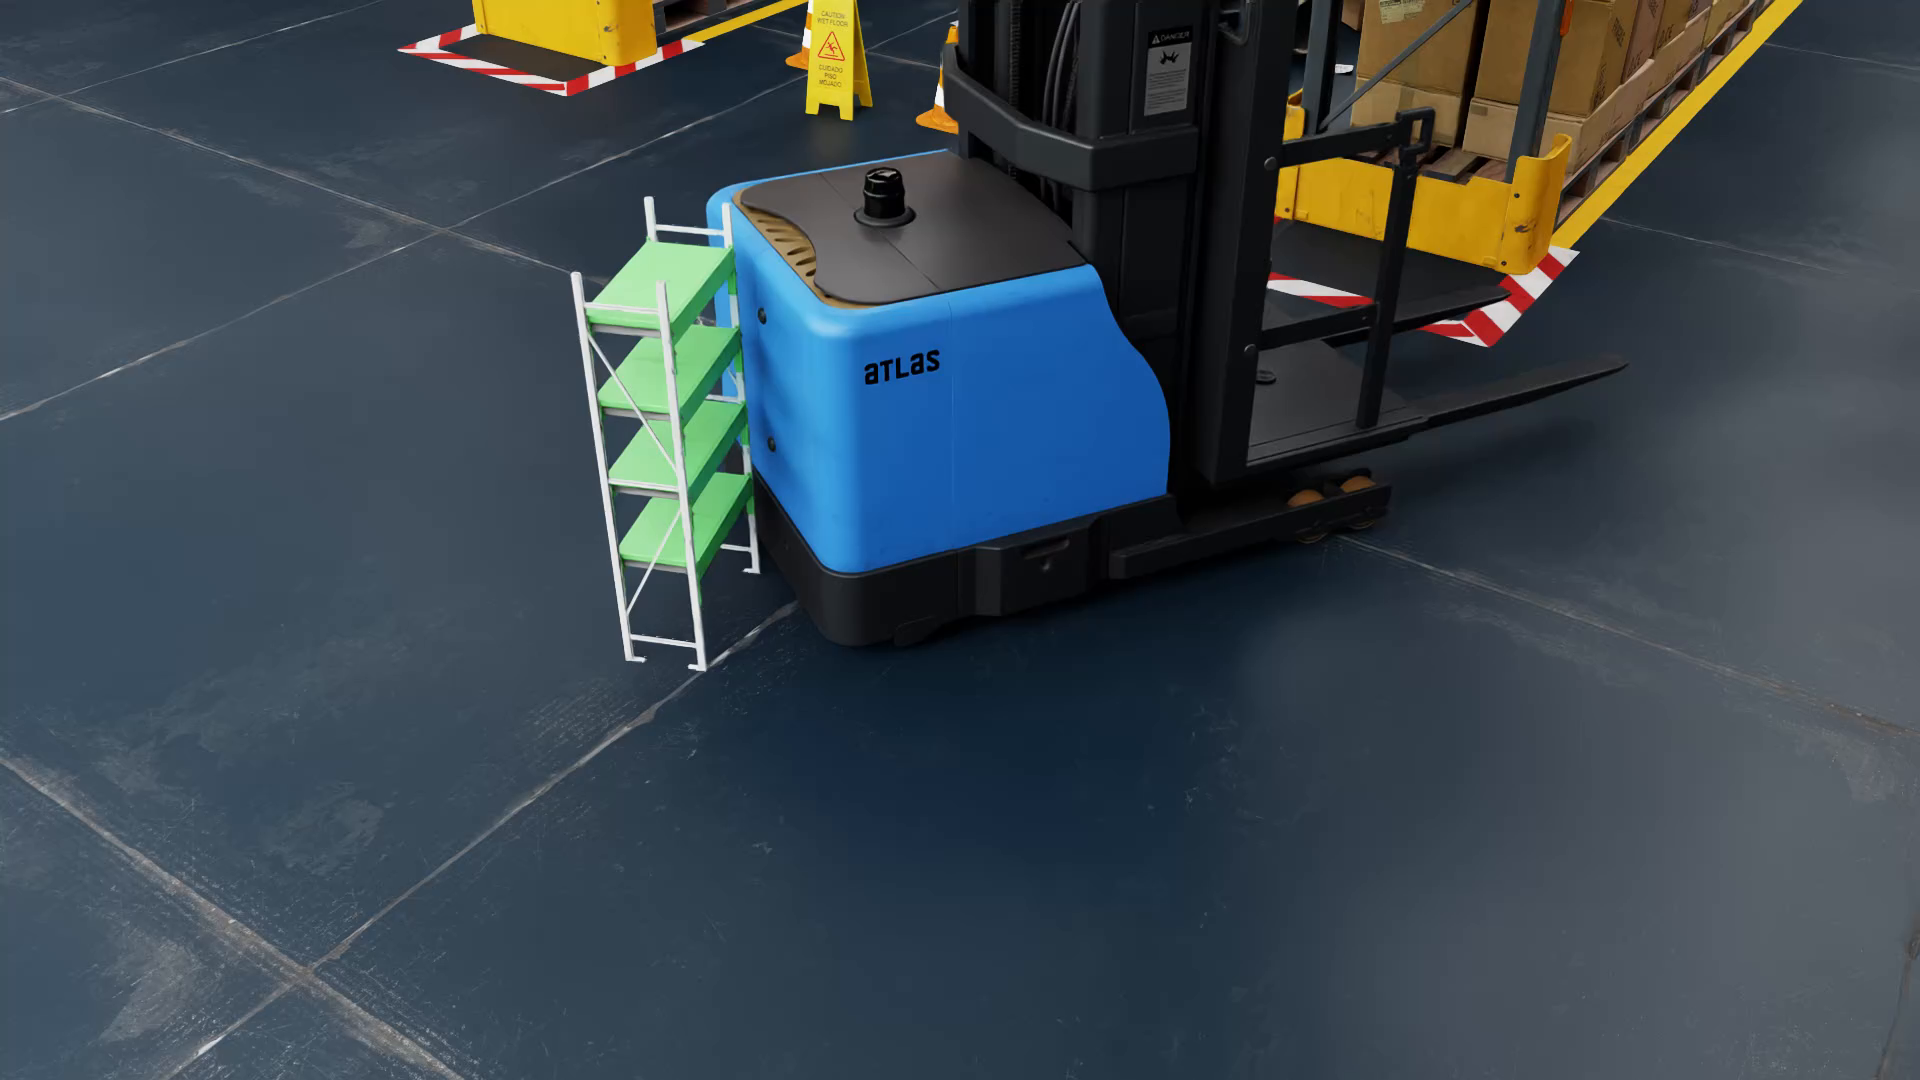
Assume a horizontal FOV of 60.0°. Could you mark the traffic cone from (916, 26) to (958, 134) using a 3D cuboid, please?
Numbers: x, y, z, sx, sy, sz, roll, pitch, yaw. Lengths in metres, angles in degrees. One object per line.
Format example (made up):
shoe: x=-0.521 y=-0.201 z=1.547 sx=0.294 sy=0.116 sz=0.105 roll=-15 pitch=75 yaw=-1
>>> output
traffic cone: x=-0.021 y=-2.309 z=8.251 sx=0.336 sy=0.463 sz=0.334 roll=21 pitch=39 yaw=28

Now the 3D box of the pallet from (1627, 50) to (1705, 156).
pallet: x=3.131 y=-2.353 z=8.542 sx=1.003 sy=0.211 sz=1.213 roll=21 pitch=39 yaw=28

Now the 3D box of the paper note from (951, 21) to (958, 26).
paper note: x=0.040 y=-3.016 z=9.684 sx=0.142 sy=0.017 sz=0.144 roll=-22 pitch=40 yaw=-29

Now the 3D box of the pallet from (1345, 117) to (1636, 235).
pallet: x=2.435 y=-1.794 z=7.715 sx=1.003 sy=0.211 sz=1.213 roll=21 pitch=39 yaw=28

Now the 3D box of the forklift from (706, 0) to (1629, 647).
forklift: x=0.805 y=-1.457 z=4.789 sx=3.031 sy=2.935 sz=1.130 roll=-14 pitch=37 yaw=-20

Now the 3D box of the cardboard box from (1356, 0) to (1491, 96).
cardboard box: x=2.142 y=-2.349 z=7.457 sx=0.500 sy=0.500 sz=0.500 roll=22 pitch=40 yaw=28

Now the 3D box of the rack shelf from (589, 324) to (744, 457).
rack shelf: x=-0.782 y=-0.422 z=4.489 sx=0.258 sy=0.148 sz=0.480 roll=7 pitch=35 yaw=10

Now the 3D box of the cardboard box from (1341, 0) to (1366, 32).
cardboard box: x=2.451 y=-3.300 z=9.681 sx=0.500 sy=0.500 sz=0.500 roll=-9 pitch=35 yaw=-13

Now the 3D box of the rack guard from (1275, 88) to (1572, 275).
rack guard: x=1.942 y=-1.551 z=7.098 sx=1.175 sy=0.500 sz=0.348 roll=21 pitch=39 yaw=28

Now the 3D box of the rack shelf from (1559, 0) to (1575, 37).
rack shelf: x=3.039 y=-3.174 z=7.908 sx=1.077 sy=0.370 sz=4.000 roll=21 pitch=39 yaw=28

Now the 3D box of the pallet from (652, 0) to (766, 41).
pallet: x=-1.834 y=-3.324 z=9.977 sx=1.003 sy=0.211 sz=1.213 roll=21 pitch=39 yaw=28

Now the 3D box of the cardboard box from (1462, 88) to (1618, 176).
cardboard box: x=2.586 y=-1.870 z=7.417 sx=0.500 sy=0.250 sz=0.500 roll=21 pitch=39 yaw=28

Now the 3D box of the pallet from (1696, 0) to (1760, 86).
pallet: x=3.826 y=-2.917 z=9.375 sx=1.003 sy=0.211 sz=1.213 roll=21 pitch=39 yaw=28

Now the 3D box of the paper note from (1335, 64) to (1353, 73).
paper note: x=2.056 y=-2.564 z=9.014 sx=0.142 sy=0.019 sz=0.148 roll=8 pitch=35 yaw=12

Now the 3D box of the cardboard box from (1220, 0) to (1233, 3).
cardboard box: x=1.347 y=-3.624 z=10.039 sx=0.797 sy=0.637 sz=0.503 roll=21 pitch=39 yaw=28

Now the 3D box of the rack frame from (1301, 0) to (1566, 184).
rack frame: x=1.899 y=-2.552 z=6.346 sx=1.000 sy=3.000 sz=0.127 roll=21 pitch=39 yaw=28

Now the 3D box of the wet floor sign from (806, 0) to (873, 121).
wet floor sign: x=-0.615 y=-2.465 z=8.320 sx=0.267 sy=0.644 sz=0.232 roll=14 pitch=37 yaw=20

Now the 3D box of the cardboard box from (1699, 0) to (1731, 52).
cardboard box: x=3.768 y=-2.821 z=8.824 sx=0.500 sy=0.250 sz=0.500 roll=20 pitch=39 yaw=27

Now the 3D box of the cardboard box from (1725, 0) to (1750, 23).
cardboard box: x=4.063 y=-3.070 z=9.191 sx=0.500 sy=0.250 sz=0.500 roll=23 pitch=40 yaw=30

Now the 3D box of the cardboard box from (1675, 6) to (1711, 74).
cardboard box: x=3.474 y=-2.589 z=8.480 sx=0.500 sy=0.250 sz=0.500 roll=22 pitch=40 yaw=29

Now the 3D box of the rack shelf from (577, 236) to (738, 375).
rack shelf: x=-0.782 y=-0.621 z=4.355 sx=0.258 sy=0.148 sz=0.480 roll=7 pitch=35 yaw=10

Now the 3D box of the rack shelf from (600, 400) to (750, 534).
rack shelf: x=-0.782 y=-0.224 z=4.624 sx=0.258 sy=0.148 sz=0.480 roll=7 pitch=35 yaw=10

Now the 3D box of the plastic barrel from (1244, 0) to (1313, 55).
plastic barrel: x=1.833 y=-2.919 z=9.188 sx=0.421 sy=0.421 sz=0.512 roll=-9 pitch=35 yaw=-13

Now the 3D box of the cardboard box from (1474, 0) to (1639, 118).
cardboard box: x=2.599 y=-2.192 z=7.223 sx=0.500 sy=0.500 sz=0.500 roll=20 pitch=39 yaw=27

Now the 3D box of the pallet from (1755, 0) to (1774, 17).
pallet: x=4.622 y=-3.596 z=10.380 sx=1.003 sy=0.211 sz=1.213 roll=21 pitch=39 yaw=28

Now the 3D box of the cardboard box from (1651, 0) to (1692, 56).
cardboard box: x=3.186 y=-2.662 z=7.919 sx=0.500 sy=0.500 sz=0.500 roll=22 pitch=40 yaw=29

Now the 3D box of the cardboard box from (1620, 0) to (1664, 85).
cardboard box: x=2.894 y=-2.434 z=7.581 sx=0.500 sy=0.500 sz=0.500 roll=20 pitch=39 yaw=27

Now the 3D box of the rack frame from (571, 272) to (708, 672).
rack frame: x=-0.834 y=-0.143 z=4.390 sx=0.240 sy=1.200 sz=0.015 roll=7 pitch=35 yaw=10

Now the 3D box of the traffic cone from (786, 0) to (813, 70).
traffic cone: x=-0.756 y=-2.826 z=9.017 sx=0.336 sy=0.463 sz=0.334 roll=21 pitch=39 yaw=28

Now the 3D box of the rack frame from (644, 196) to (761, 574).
rack frame: x=-0.730 y=-0.410 z=4.785 sx=0.240 sy=1.200 sz=0.015 roll=7 pitch=35 yaw=10

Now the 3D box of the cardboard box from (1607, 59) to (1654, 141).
cardboard box: x=2.883 y=-2.102 z=7.761 sx=0.500 sy=0.250 sz=0.500 roll=23 pitch=40 yaw=30

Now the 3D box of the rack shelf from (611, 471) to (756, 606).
rack shelf: x=-0.782 y=-0.025 z=4.758 sx=0.258 sy=0.148 sz=0.480 roll=7 pitch=35 yaw=10

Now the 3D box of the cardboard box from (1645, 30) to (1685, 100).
cardboard box: x=3.184 y=-2.357 z=8.138 sx=0.500 sy=0.250 sz=0.500 roll=24 pitch=41 yaw=31

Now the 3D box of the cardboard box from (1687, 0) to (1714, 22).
cardboard box: x=3.484 y=-2.911 z=8.286 sx=0.500 sy=0.500 sz=0.500 roll=24 pitch=41 yaw=31

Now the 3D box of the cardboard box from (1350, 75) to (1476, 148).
cardboard box: x=2.153 y=-2.056 z=7.692 sx=0.500 sy=0.250 sz=0.500 roll=21 pitch=39 yaw=28

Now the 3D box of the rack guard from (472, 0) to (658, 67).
rack guard: x=-2.239 y=-3.040 z=9.299 sx=1.175 sy=0.500 sz=0.348 roll=21 pitch=39 yaw=28

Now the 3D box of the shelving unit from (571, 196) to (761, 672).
shelving unit: x=-0.782 y=-0.277 z=4.588 sx=0.258 sy=1.200 sz=0.503 roll=7 pitch=35 yaw=10
